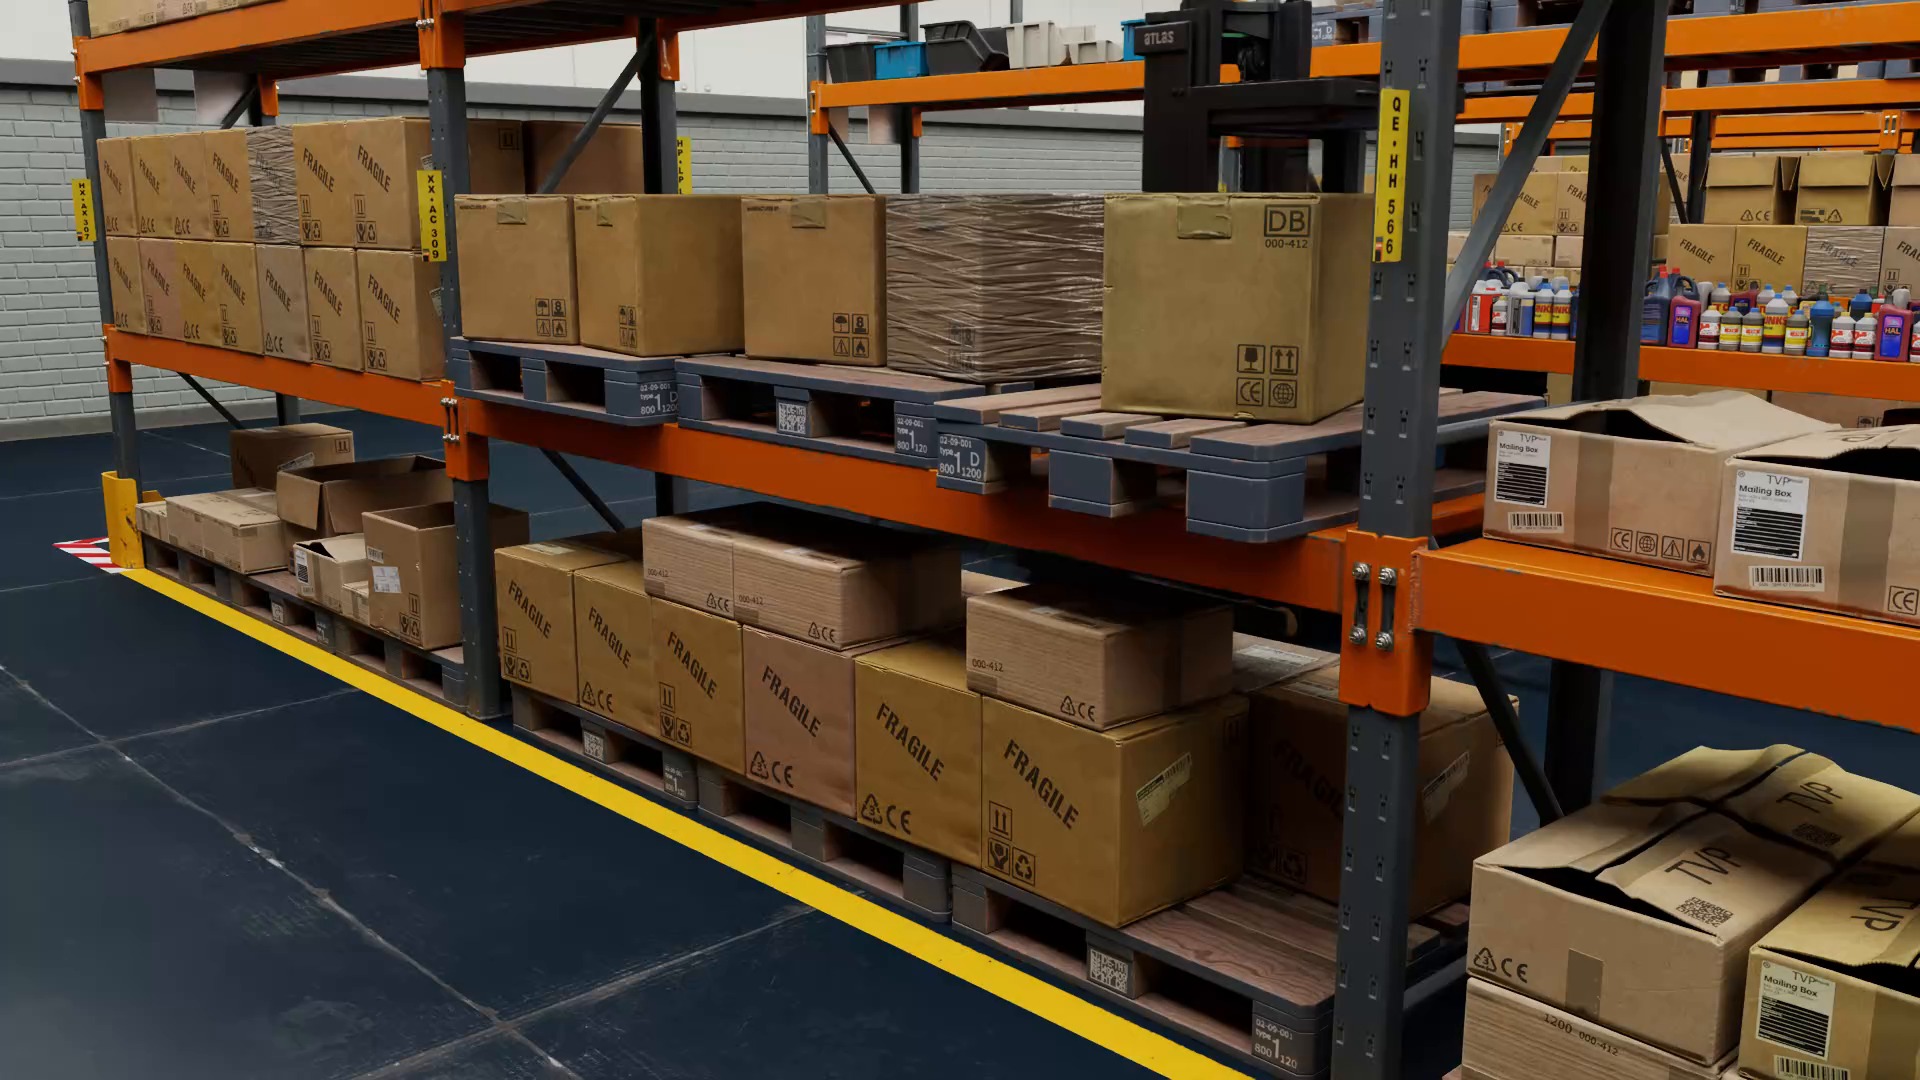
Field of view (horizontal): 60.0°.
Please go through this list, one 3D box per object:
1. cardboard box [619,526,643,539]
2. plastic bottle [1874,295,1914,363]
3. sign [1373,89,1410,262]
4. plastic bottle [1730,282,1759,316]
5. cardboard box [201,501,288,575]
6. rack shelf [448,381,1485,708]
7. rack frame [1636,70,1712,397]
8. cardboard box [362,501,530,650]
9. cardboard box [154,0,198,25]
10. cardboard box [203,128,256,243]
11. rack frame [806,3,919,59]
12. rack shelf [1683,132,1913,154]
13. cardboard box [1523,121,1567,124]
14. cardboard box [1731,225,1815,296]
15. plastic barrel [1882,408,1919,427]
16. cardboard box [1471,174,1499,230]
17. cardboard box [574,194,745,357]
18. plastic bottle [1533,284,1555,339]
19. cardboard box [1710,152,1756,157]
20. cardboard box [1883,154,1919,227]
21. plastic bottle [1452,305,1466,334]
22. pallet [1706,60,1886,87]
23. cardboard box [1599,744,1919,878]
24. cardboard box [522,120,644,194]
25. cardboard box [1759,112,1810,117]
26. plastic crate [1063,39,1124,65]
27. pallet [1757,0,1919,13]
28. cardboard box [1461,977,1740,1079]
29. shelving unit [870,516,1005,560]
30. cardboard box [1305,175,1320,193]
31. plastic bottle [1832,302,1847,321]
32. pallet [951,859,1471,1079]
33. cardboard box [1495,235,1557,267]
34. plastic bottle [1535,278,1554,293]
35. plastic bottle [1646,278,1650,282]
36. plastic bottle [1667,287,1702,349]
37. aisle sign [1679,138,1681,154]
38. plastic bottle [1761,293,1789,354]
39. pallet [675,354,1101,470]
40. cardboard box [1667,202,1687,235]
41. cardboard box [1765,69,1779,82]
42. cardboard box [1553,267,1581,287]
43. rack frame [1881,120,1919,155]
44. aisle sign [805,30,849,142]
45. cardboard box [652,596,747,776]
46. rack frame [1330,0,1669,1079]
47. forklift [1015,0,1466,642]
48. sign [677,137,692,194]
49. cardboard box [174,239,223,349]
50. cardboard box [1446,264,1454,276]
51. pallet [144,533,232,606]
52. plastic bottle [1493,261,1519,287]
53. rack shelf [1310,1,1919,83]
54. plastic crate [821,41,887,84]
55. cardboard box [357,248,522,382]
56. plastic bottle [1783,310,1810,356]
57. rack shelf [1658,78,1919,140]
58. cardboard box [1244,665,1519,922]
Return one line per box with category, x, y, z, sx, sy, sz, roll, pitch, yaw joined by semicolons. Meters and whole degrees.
cardboard box;-0.991;0.205;6.589;0.500;0.500;0.500;-11;16;-43
plastic bottle;4.061;-0.918;7.224;0.061;0.283;0.133;-11;16;-43
sign;0.837;-0.704;3.221;0.100;0.325;0.005;-11;16;-43
plastic bottle;3.978;-1.168;8.437;0.061;0.283;0.133;-11;16;-43
cardboard box;-3.441;-0.024;8.318;0.500;0.250;0.500;-11;16;-43
rack shelf;-0.158;-0.192;5.193;1.077;0.370;4.000;-11;16;-43
rack frame;5.628;-2.216;13.235;1.000;3.000;0.127;-11;16;-43
cardboard box;-2.138;0.129;6.956;0.500;0.500;0.500;-11;16;-43
cardboard box;-3.448;-2.558;7.831;0.500;0.250;0.500;-11;16;-43
cardboard box;-3.126;-1.634;7.685;0.500;0.500;0.500;-11;16;-43
rack frame;-0.716;-5.048;12.113;1.000;3.000;0.127;-11;16;-43
rack shelf;11.414;-5.006;21.124;1.077;0.370;4.000;-11;16;-43
cardboard box;6.648;-4.771;18.573;0.500;0.250;0.500;-10;15;-41
cardboard box;6.113;-2.090;12.374;0.500;0.500;0.500;-11;16;-42
plastic barrel;4.458;-0.154;7.563;0.600;0.830;0.708;-11;16;-43
cardboard box;4.785;-2.909;14.376;0.500;0.500;0.500;11;16;43
cardboard box;-0.853;-0.899;5.553;0.700;0.500;0.500;-8;14;-34
plastic bottle;2.950;-1.153;8.391;0.097;0.271;0.097;0;12;0
cardboard box;8.061;-3.759;17.262;0.500;0.500;0.500;-10;16;-41
cardboard box;6.981;-2.474;11.753;0.797;0.503;0.637;-10;15;-41
plastic bottle;2.604;-1.226;8.719;0.061;0.283;0.133;-11;16;-43
pallet;6.297;-3.465;12.335;1.217;0.209;0.805;11;16;43
cardboard box;1.763;0.656;3.677;0.500;0.311;0.500;-10;16;-41
cardboard box;-1.661;-1.483;6.950;0.500;0.500;0.500;-10;16;-41
cardboard box;8.415;-4.397;16.757;0.500;0.250;0.500;-11;16;-43
plastic crate;0.892;-2.999;10.252;0.293;0.136;0.466;-11;16;-43
pallet;4.351;-2.444;7.375;1.003;0.211;1.213;-11;16;-43
cardboard box;1.372;1.006;3.369;0.500;0.250;0.500;-11;16;-43
shelving unit;-0.005;-0.552;9.803;0.538;1.125;1.048;-11;16;-43
cardboard box;3.347;-3.059;15.101;0.500;0.500;0.500;11;16;44
plastic bottle;4.271;-1.061;8.119;0.097;0.201;0.097;0;12;0
pallet;0.735;0.999;4.539;1.003;0.211;1.213;-11;16;-43
cardboard box;4.774;-2.391;13.720;0.500;0.250;0.500;-10;15;-41
plastic bottle;3.168;-1.284;9.028;0.097;0.271;0.097;0;12;0
plastic bottle;3.598;-1.249;8.827;0.061;0.283;0.133;-11;16;-43
plastic bottle;3.431;-1.051;7.870;0.061;0.283;0.133;-11;16;-43
aisle sign;9.774;-5.424;22.364;0.394;0.787;0.004;-11;16;-43
plastic bottle;3.726;-0.989;7.595;0.097;0.271;0.097;0;12;0
pallet;-0.123;-0.442;5.097;1.003;0.211;1.213;-11;16;-43
cardboard box;7.707;-3.346;17.732;0.500;0.500;0.500;11;16;44
cardboard box;8.432;-4.643;16.711;0.500;0.250;0.500;11;16;43
cardboard box;5.002;-2.130;13.437;0.380;0.149;0.250;-10;16;-41
rack frame;9.285;-2.893;16.518;1.000;3.000;0.127;-11;16;-43
aisle sign;-0.981;-3.352;12.306;0.394;0.787;0.004;-11;16;-43
cardboard box;-0.665;0.427;5.508;0.500;0.500;0.500;-11;16;-42
rack frame;1.223;-0.252;3.703;1.000;3.000;0.127;-11;16;-43
forklift;1.651;-1.080;7.891;1.130;2.935;3.031;-10;15;-41
sign;-1.140;-1.481;6.798;0.100;0.325;0.005;-11;16;-43
cardboard box;-3.481;-1.219;8.148;0.500;0.500;0.500;-11;16;-43
cardboard box;4.293;-2.279;14.164;0.380;0.149;0.250;-11;16;-43
pallet;-3.698;0.073;9.034;1.003;0.211;1.213;-11;16;-43
plastic bottle;3.045;-1.386;9.329;0.144;0.351;0.185;-11;16;-43
rack shelf;3.427;-2.351;8.238;1.077;0.370;4.000;-11;16;-43
plastic crate;-0.652;-3.420;11.967;0.497;0.269;0.590;-11;16;-43
cardboard box;-2.070;-0.922;6.707;0.500;0.500;0.500;-11;16;-42
plastic bottle;3.793;-0.940;7.534;0.097;0.201;0.097;0;12;0
rack shelf;7.009;-3.041;11.588;1.077;0.370;4.000;-11;16;-43
cardboard box;1.115;0.650;4.427;0.500;0.500;0.500;-10;15;-40
